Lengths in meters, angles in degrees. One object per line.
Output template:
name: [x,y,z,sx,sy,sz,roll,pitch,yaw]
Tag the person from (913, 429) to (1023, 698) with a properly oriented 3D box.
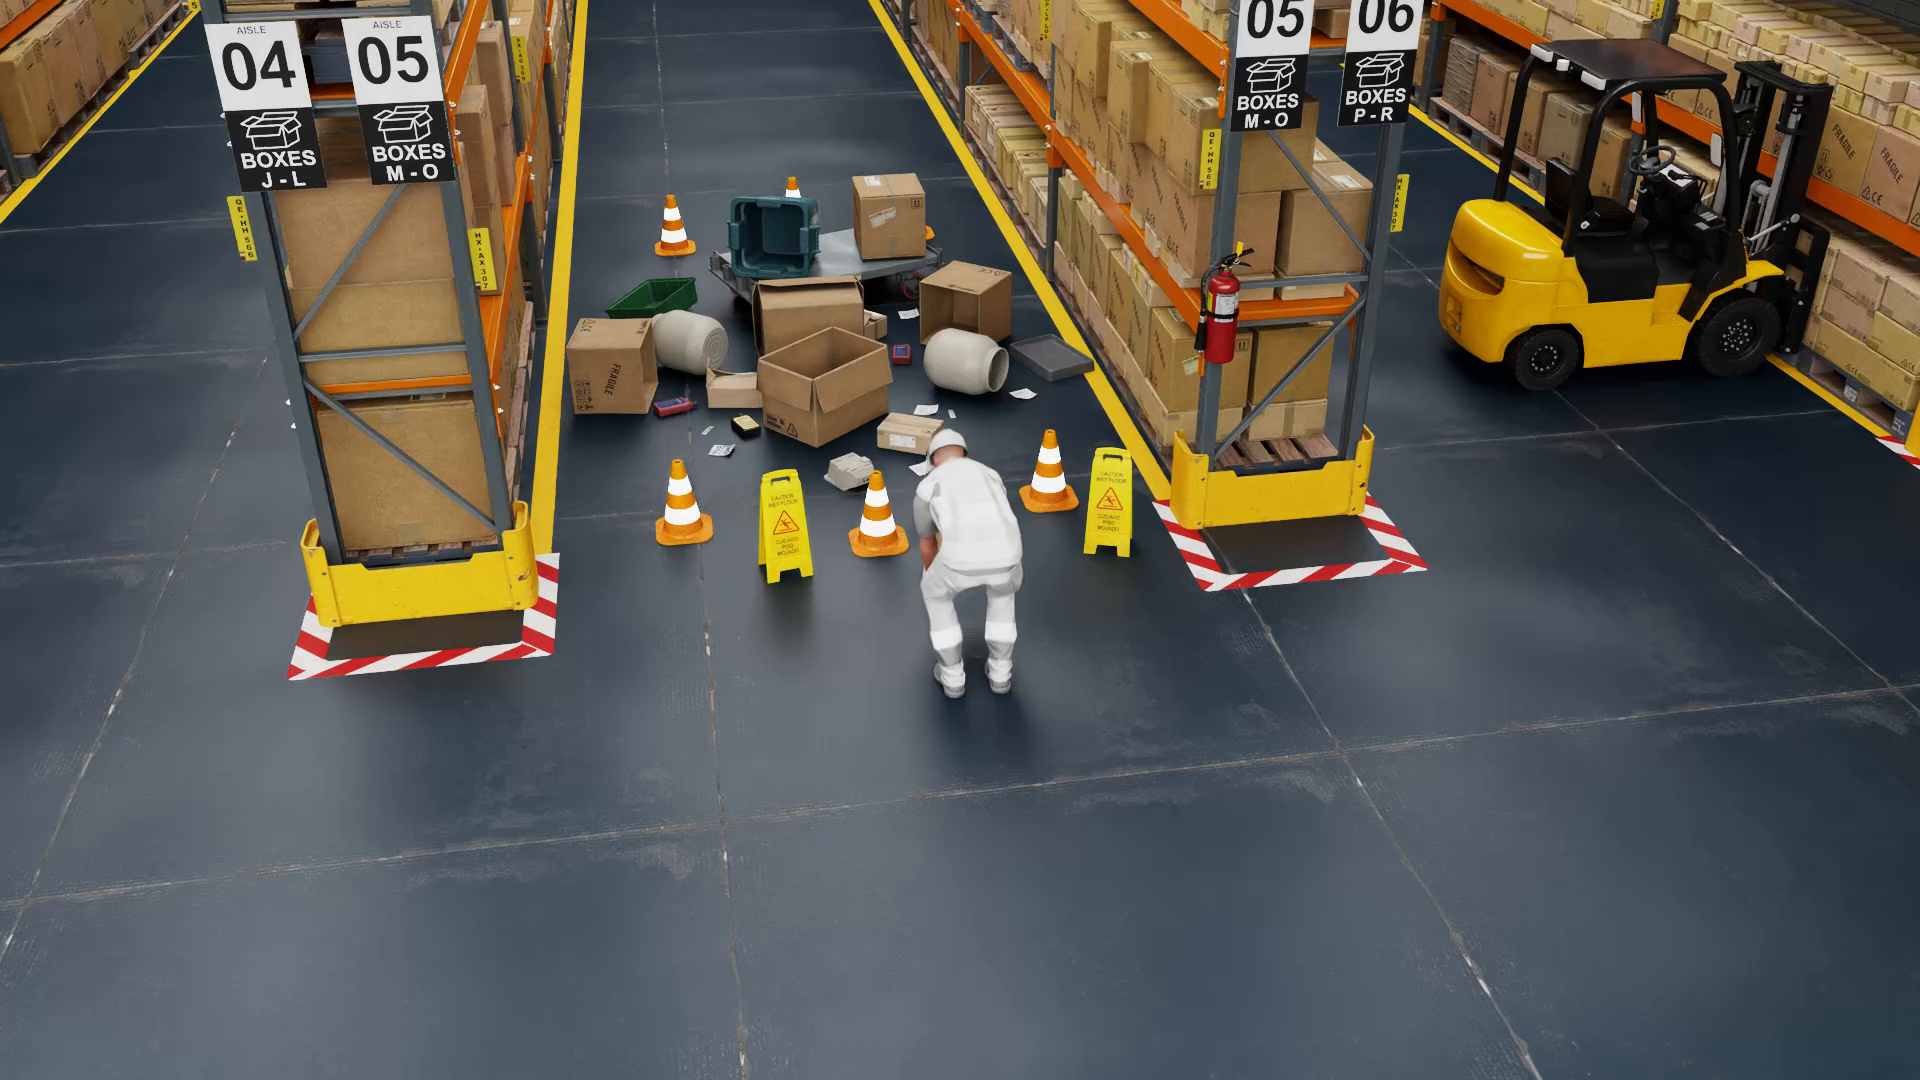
person: [0.028,0.126,8.498,0.517,1.180,0.944,-7,31,-11]
